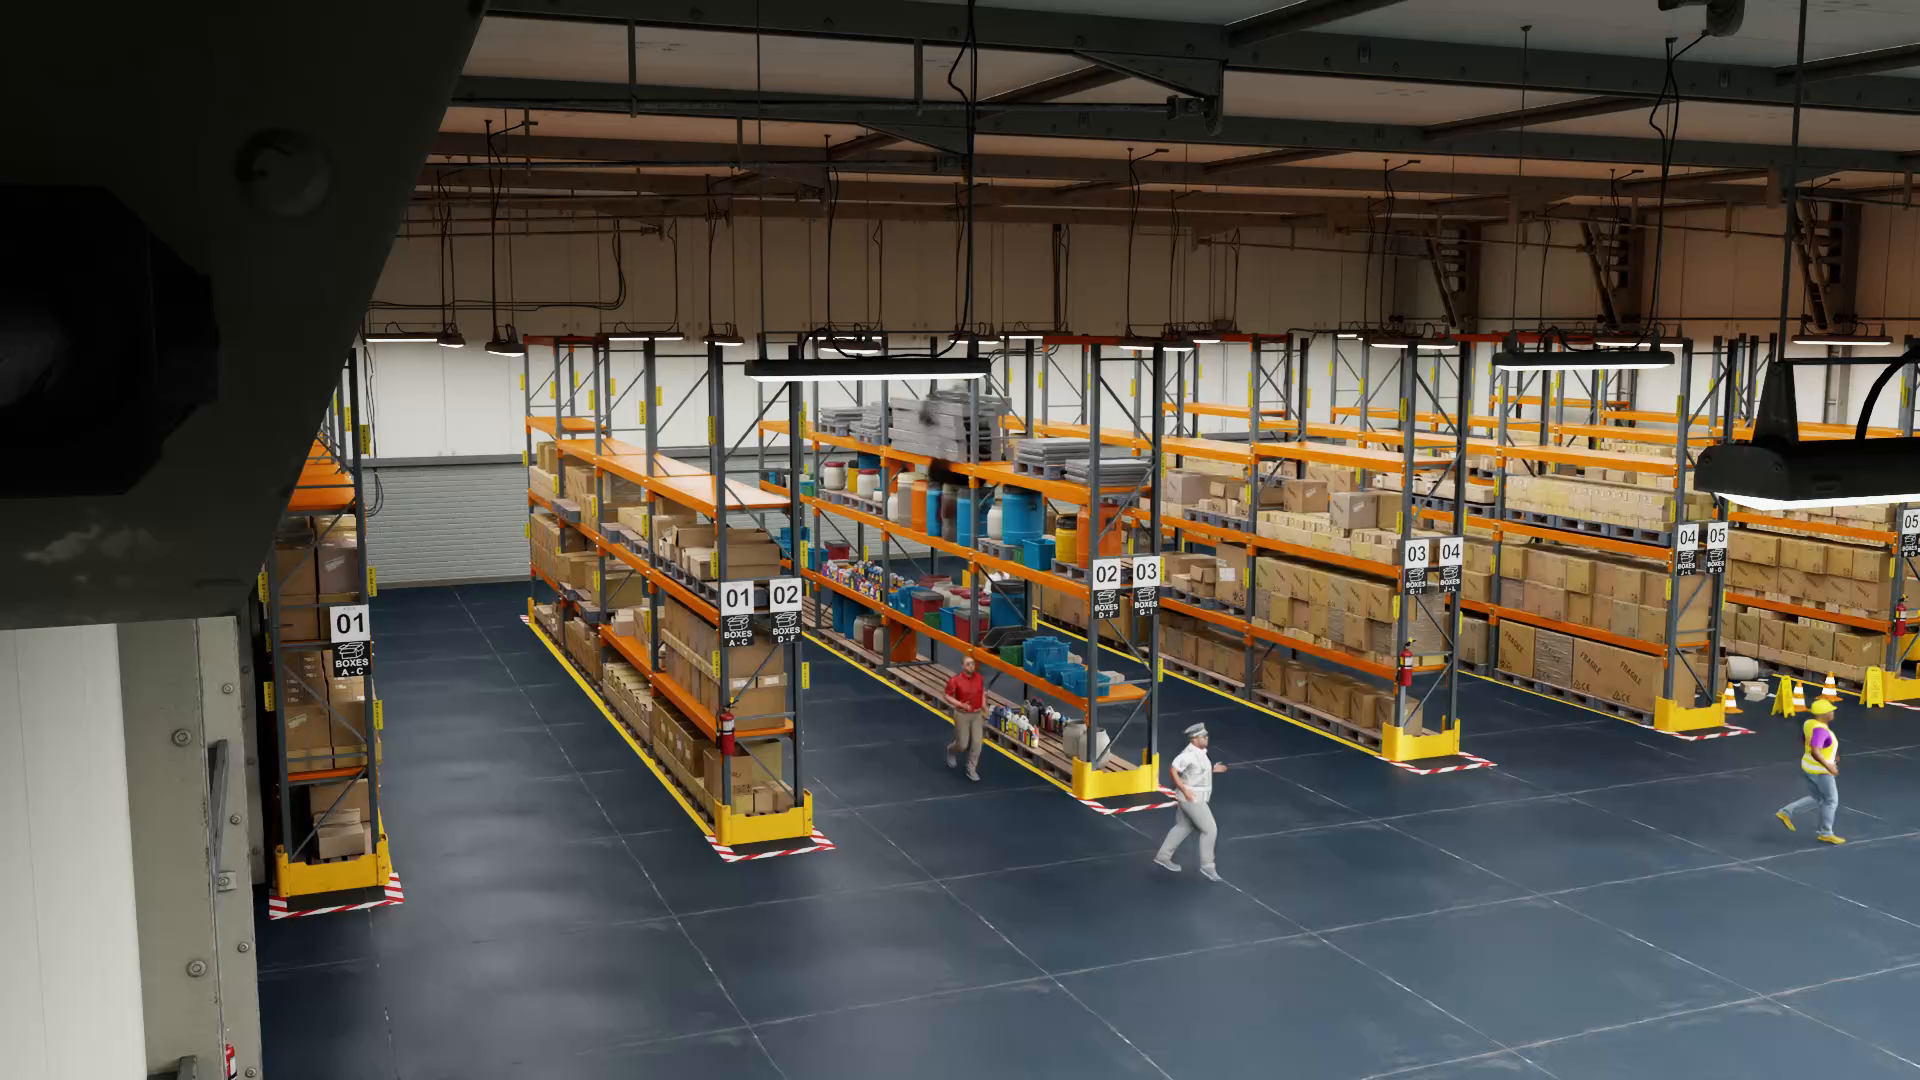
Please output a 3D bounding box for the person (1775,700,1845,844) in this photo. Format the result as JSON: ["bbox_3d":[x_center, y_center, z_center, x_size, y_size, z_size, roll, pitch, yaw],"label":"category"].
[{"bbox_3d":[10.366,2.796,20.154,0.777,1.754,0.707,1,8,10],"label":"person"}]

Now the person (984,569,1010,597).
[{"bbox_3d":[0.765,1.267,31.430,0.712,1.776,1.037,-5,9,-33],"label":"person"}]

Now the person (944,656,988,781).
[{"bbox_3d":[0.089,2.437,23.041,0.668,1.691,0.741,-4,9,-27],"label":"person"}]

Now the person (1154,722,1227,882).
[{"bbox_3d":[2.618,2.965,18.898,0.811,1.856,0.629,1,8,5],"label":"person"}]
